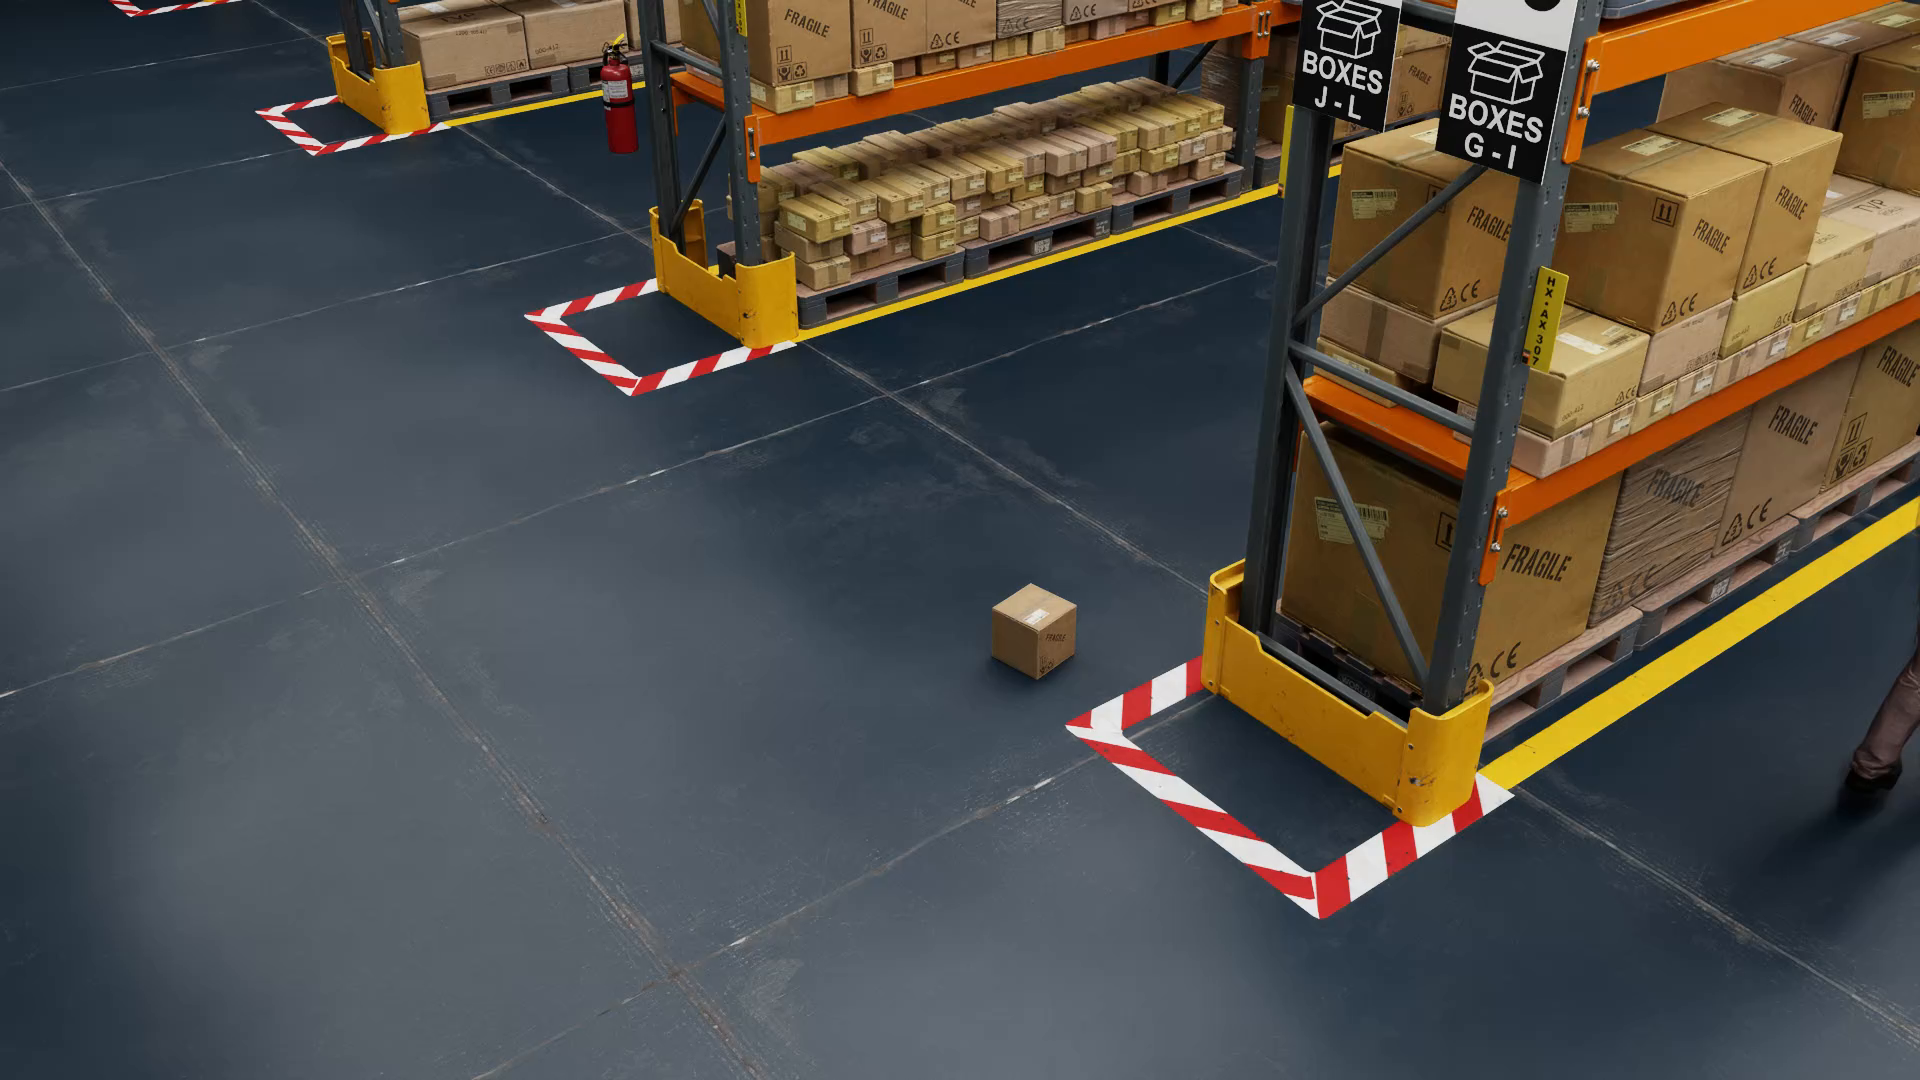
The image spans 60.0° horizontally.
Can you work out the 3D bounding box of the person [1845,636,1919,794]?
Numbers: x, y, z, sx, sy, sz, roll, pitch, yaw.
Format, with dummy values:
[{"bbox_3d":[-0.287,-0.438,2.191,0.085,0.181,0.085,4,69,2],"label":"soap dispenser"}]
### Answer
[{"bbox_3d":[3.729,0.152,5.927,1.051,1.674,0.548,-23,39,-32],"label":"person"}]
